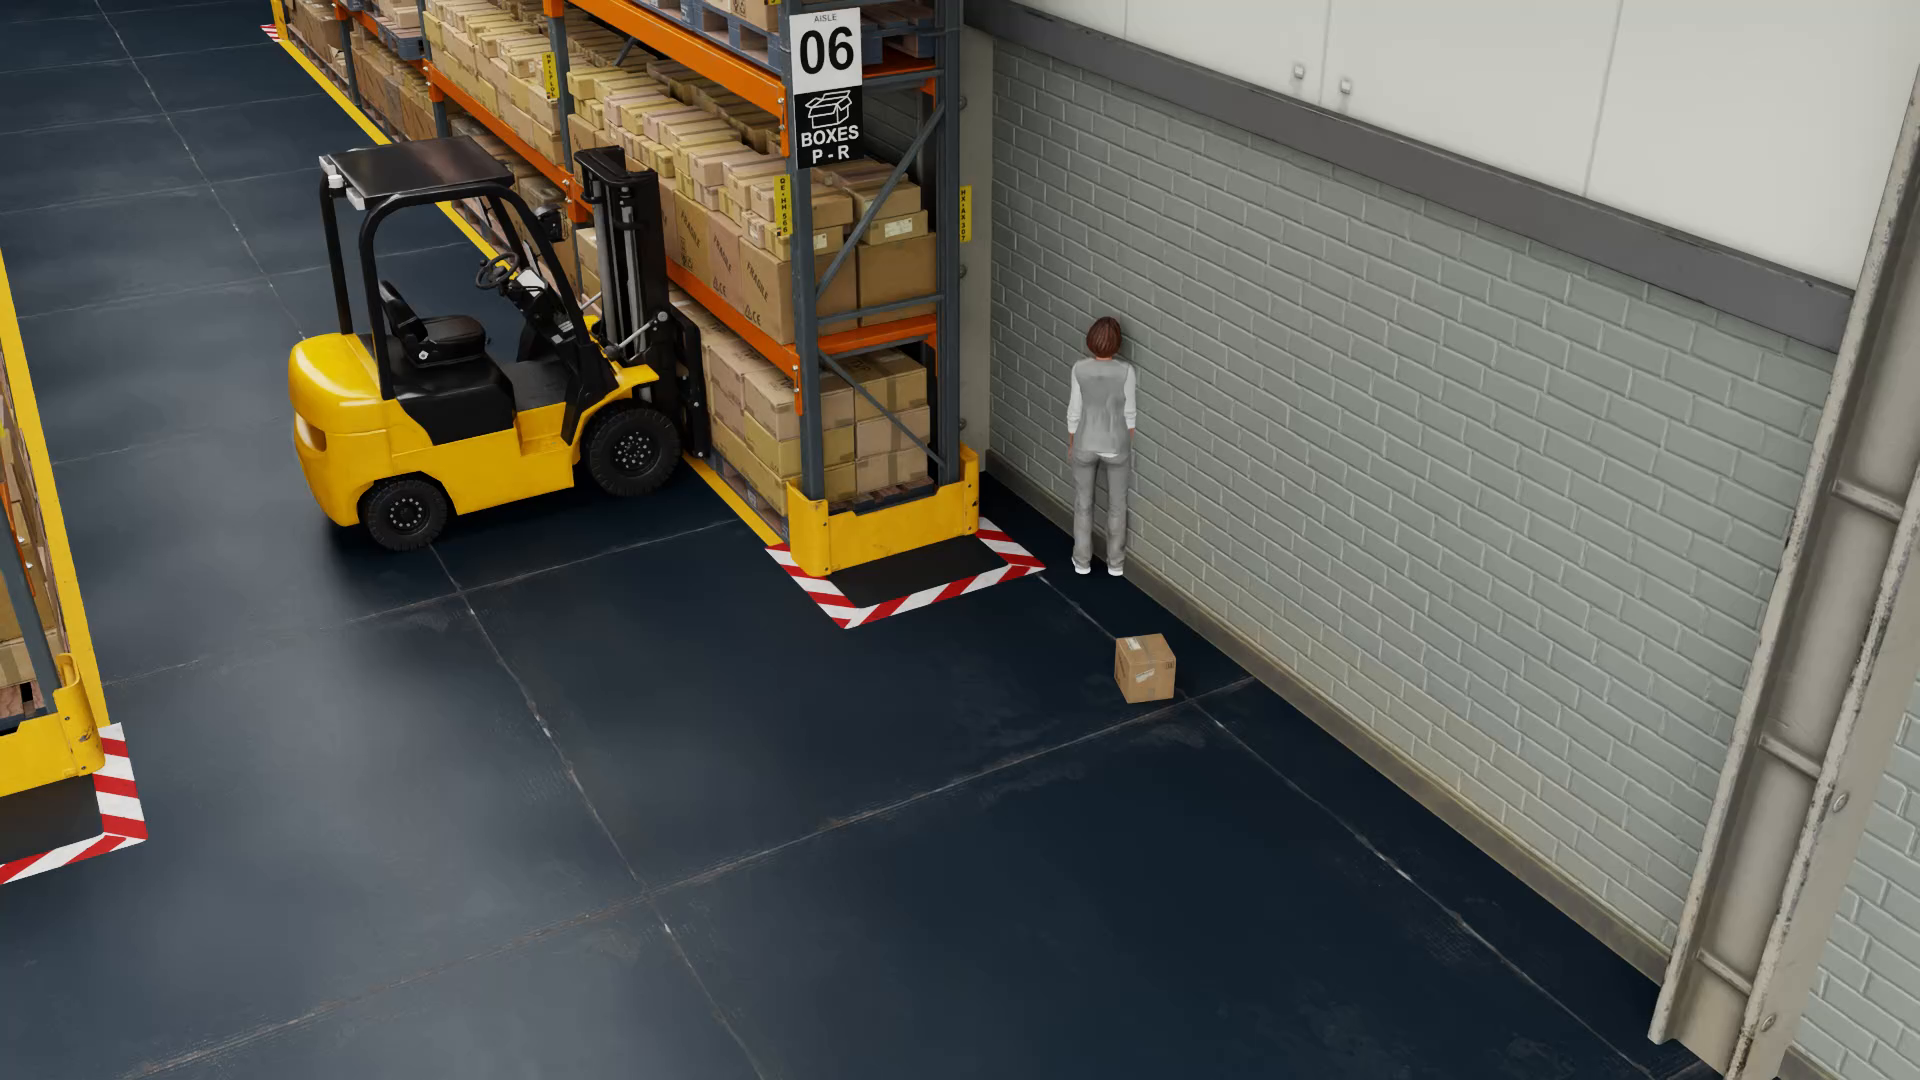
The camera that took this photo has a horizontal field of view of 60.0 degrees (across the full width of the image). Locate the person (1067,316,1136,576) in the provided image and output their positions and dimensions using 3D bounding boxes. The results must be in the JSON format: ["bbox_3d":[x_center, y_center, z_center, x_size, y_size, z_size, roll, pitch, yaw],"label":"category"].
[{"bbox_3d":[0.810,-0.528,9.490,0.411,1.602,0.324,4,30,7],"label":"person"}]
